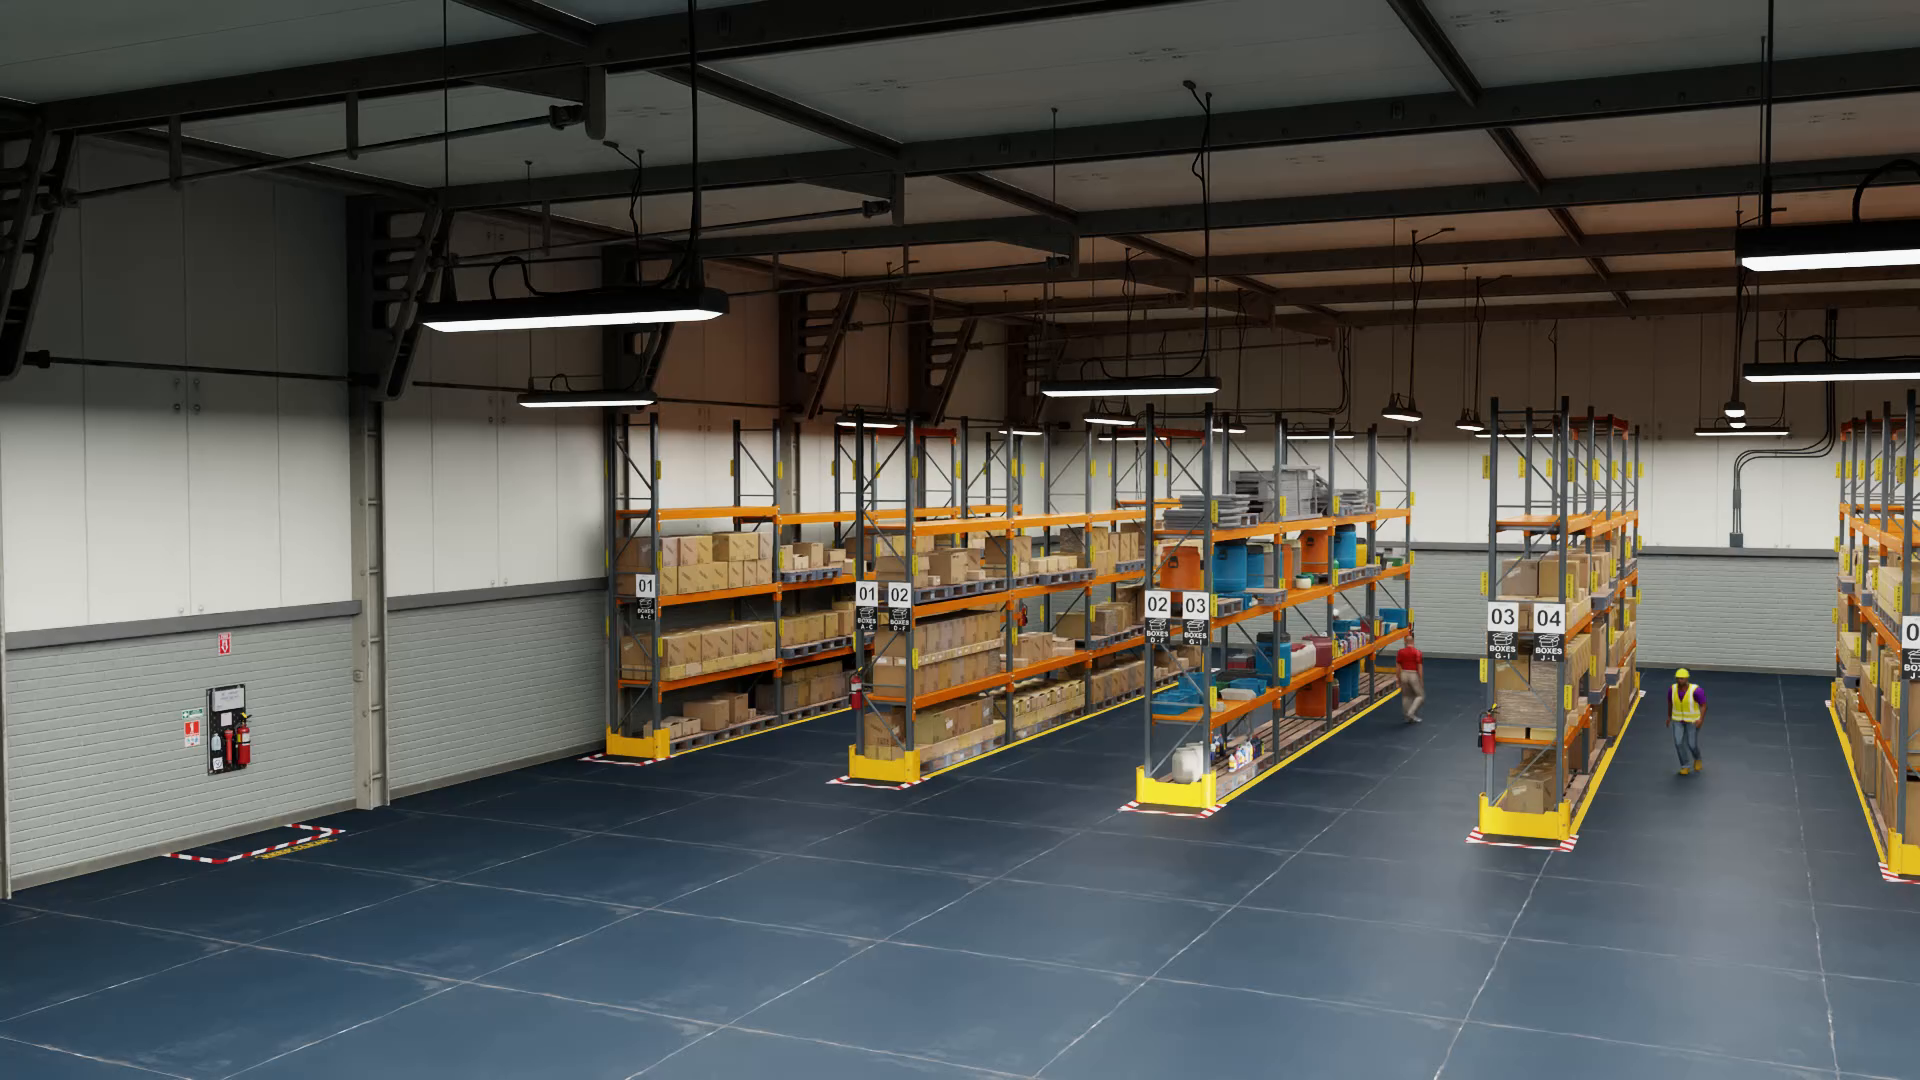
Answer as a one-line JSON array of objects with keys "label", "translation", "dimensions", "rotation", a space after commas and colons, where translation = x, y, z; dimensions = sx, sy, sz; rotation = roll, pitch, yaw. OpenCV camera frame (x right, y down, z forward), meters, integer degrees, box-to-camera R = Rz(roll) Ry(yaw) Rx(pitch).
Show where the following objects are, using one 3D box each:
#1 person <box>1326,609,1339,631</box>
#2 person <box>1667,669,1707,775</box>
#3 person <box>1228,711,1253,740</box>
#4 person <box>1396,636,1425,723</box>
[{"label": "person", "translation": [8.778, 2.487, 39.085], "dimensions": [0.604, 1.736, 1.079], "rotation": [-2, 3, -38]}, {"label": "person", "translation": [12.010, 2.981, 27.452], "dimensions": [0.636, 1.740, 0.669], "rotation": [2, 3, 42]}, {"label": "person", "translation": [5.104, 2.884, 30.020], "dimensions": [0.411, 1.538, 0.929], "rotation": [0, 2, -2]}, {"label": "person", "translation": [8.898, 2.761, 32.899], "dimensions": [0.588, 1.724, 0.553], "rotation": [2, 3, 38]}]
